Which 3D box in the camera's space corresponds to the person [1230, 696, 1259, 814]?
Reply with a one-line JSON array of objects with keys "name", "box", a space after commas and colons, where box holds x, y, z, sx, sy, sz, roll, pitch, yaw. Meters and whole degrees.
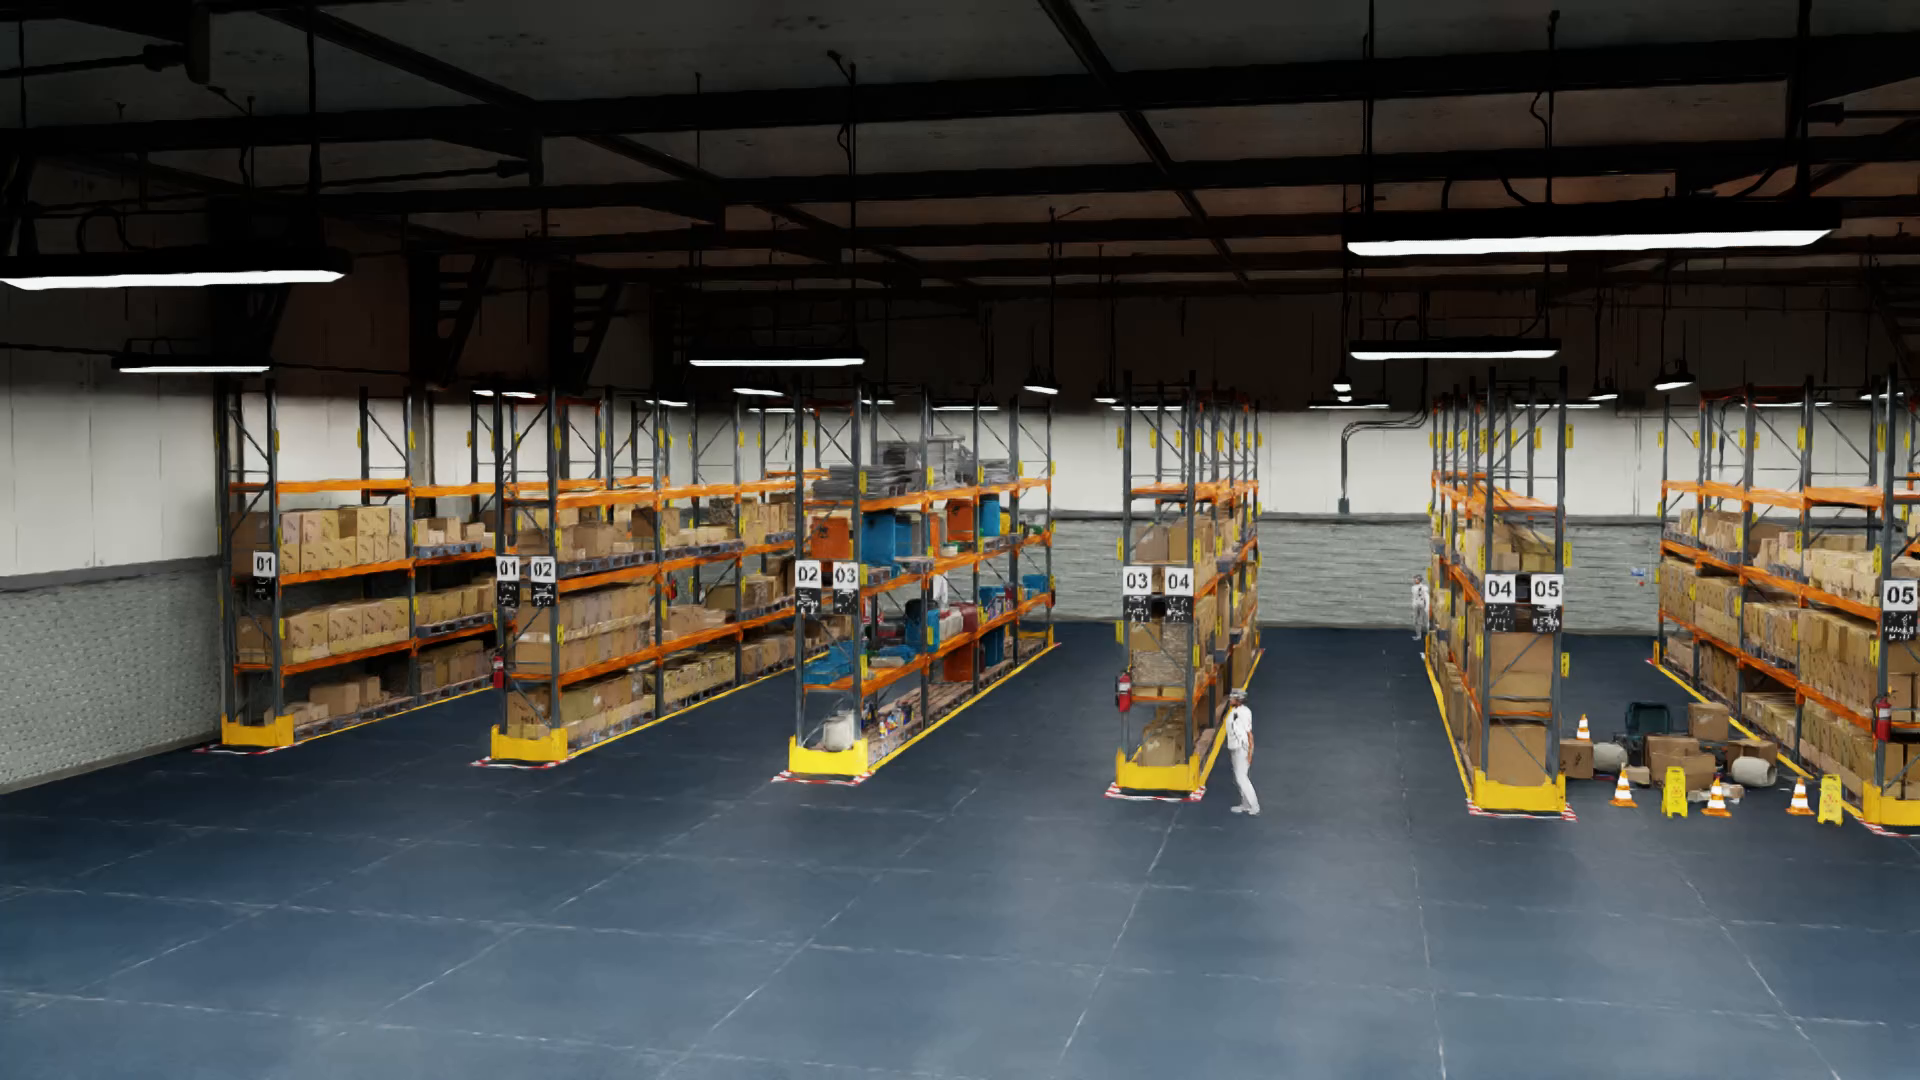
[{"name": "person", "box": [3.806, 2.829, 22.301, 0.365, 1.652, 0.568, -1, 4, -16]}]

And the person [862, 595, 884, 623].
[{"name": "person", "box": [-2.023, 1.478, 37.525, 0.533, 0.901, 0.406, 1, 4, 15]}]

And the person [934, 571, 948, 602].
[{"name": "person", "box": [-0.669, 1.430, 44.778, 0.782, 1.769, 0.557, -2, 4, -25]}]

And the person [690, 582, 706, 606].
[{"name": "person", "box": [-6.300, 1.483, 39.994, 0.443, 0.981, 0.352, 1, 4, 15]}]

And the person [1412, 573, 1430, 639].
[{"name": "person", "box": [11.661, 1.666, 41.886, 0.544, 1.665, 0.450, -3, 4, -39]}]
